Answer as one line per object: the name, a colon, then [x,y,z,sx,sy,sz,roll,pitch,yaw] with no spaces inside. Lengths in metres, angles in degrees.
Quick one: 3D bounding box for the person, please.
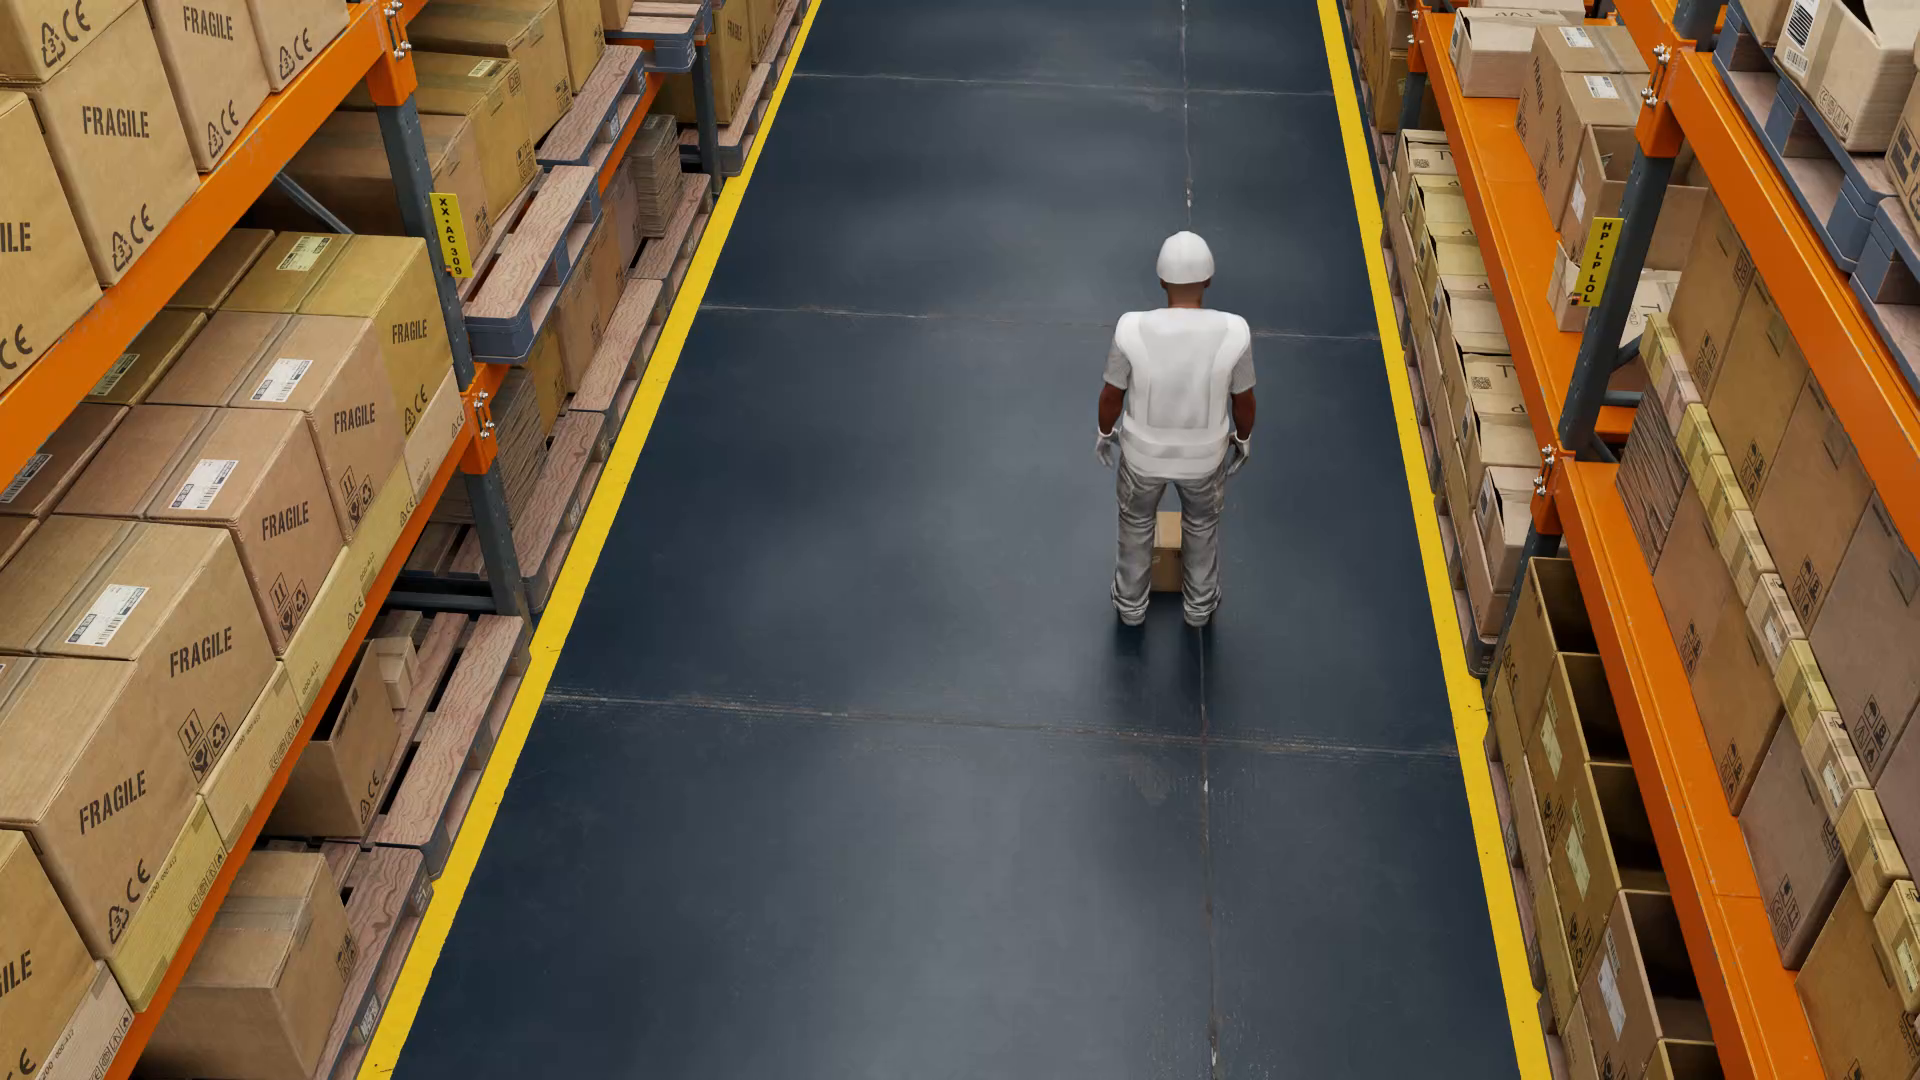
person: [0.851,-0.390,6.616,0.617,1.774,0.446,3,40,4]
